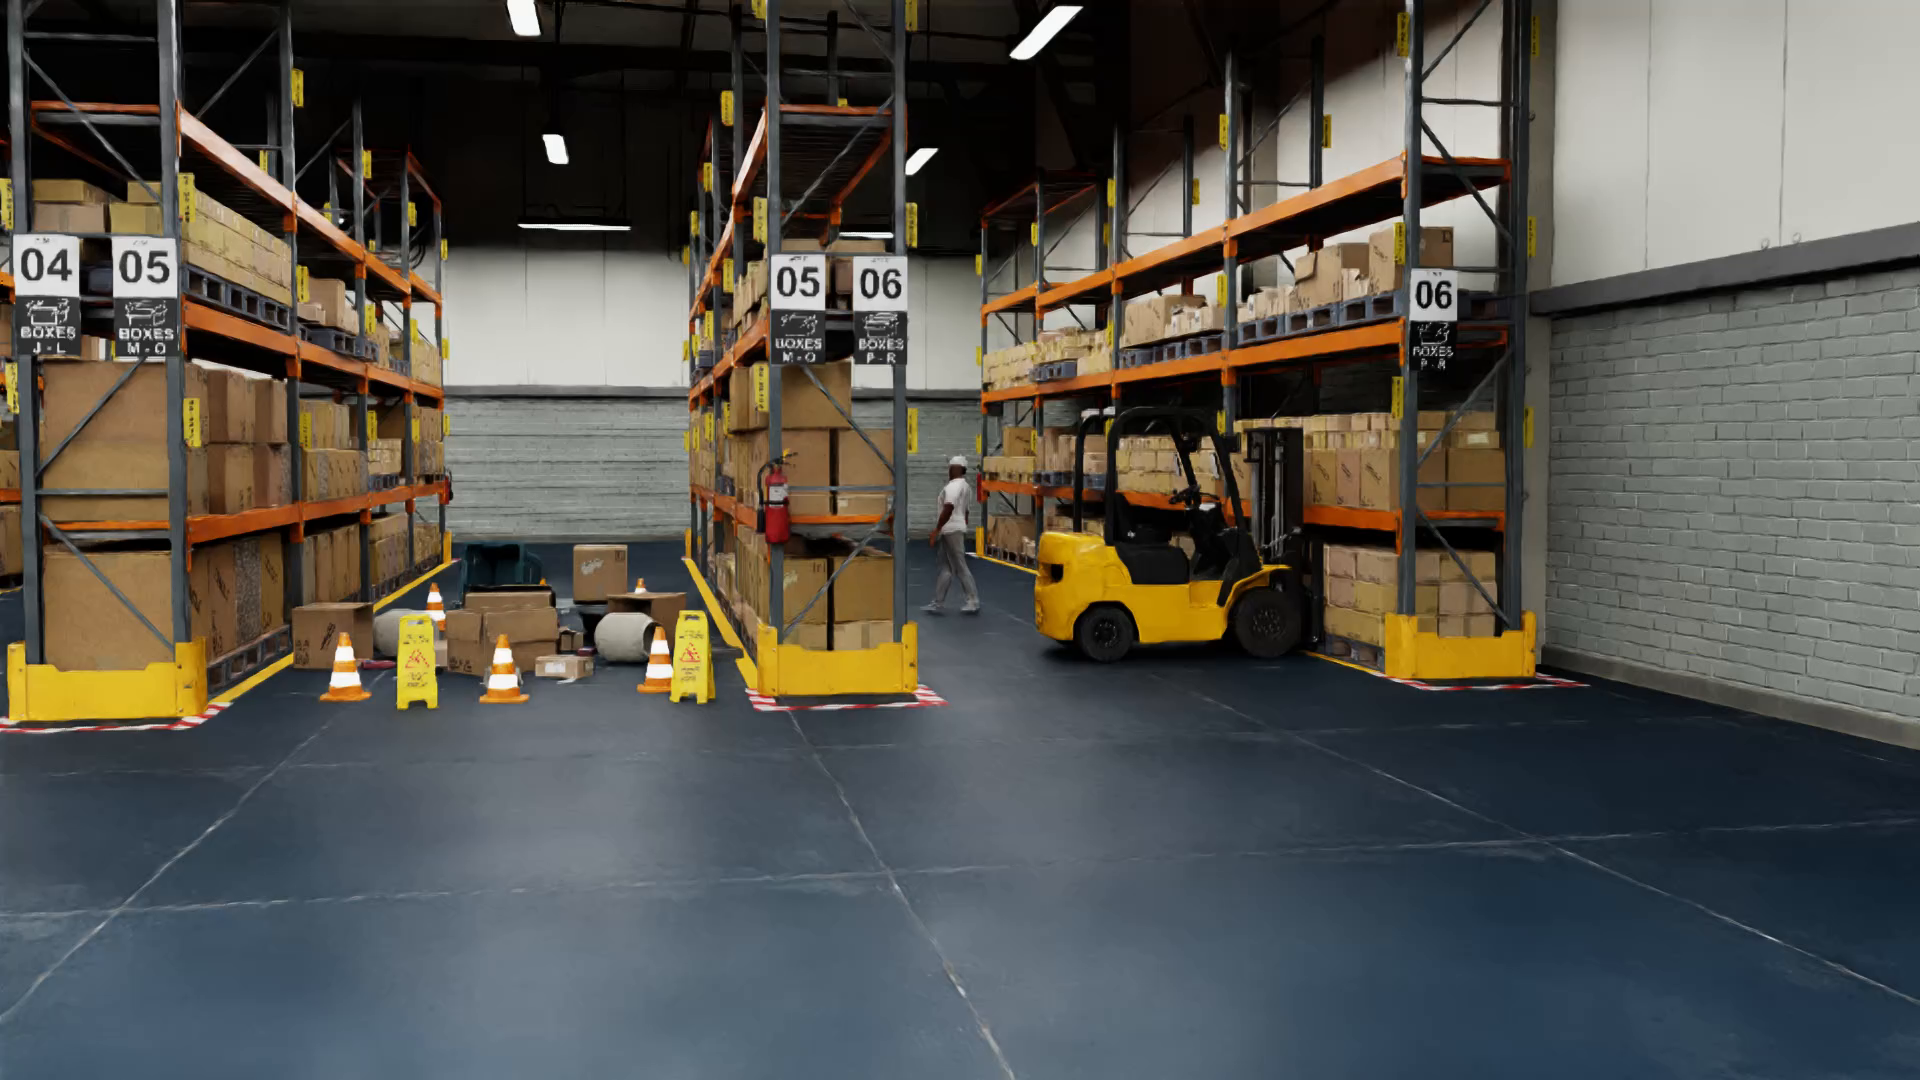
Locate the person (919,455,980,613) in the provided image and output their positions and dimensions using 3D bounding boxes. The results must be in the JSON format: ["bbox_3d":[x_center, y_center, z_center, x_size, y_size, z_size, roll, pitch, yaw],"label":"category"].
[{"bbox_3d":[-0.115,-0.068,18.316,0.679,1.737,0.613,0,3,1],"label":"person"}]
